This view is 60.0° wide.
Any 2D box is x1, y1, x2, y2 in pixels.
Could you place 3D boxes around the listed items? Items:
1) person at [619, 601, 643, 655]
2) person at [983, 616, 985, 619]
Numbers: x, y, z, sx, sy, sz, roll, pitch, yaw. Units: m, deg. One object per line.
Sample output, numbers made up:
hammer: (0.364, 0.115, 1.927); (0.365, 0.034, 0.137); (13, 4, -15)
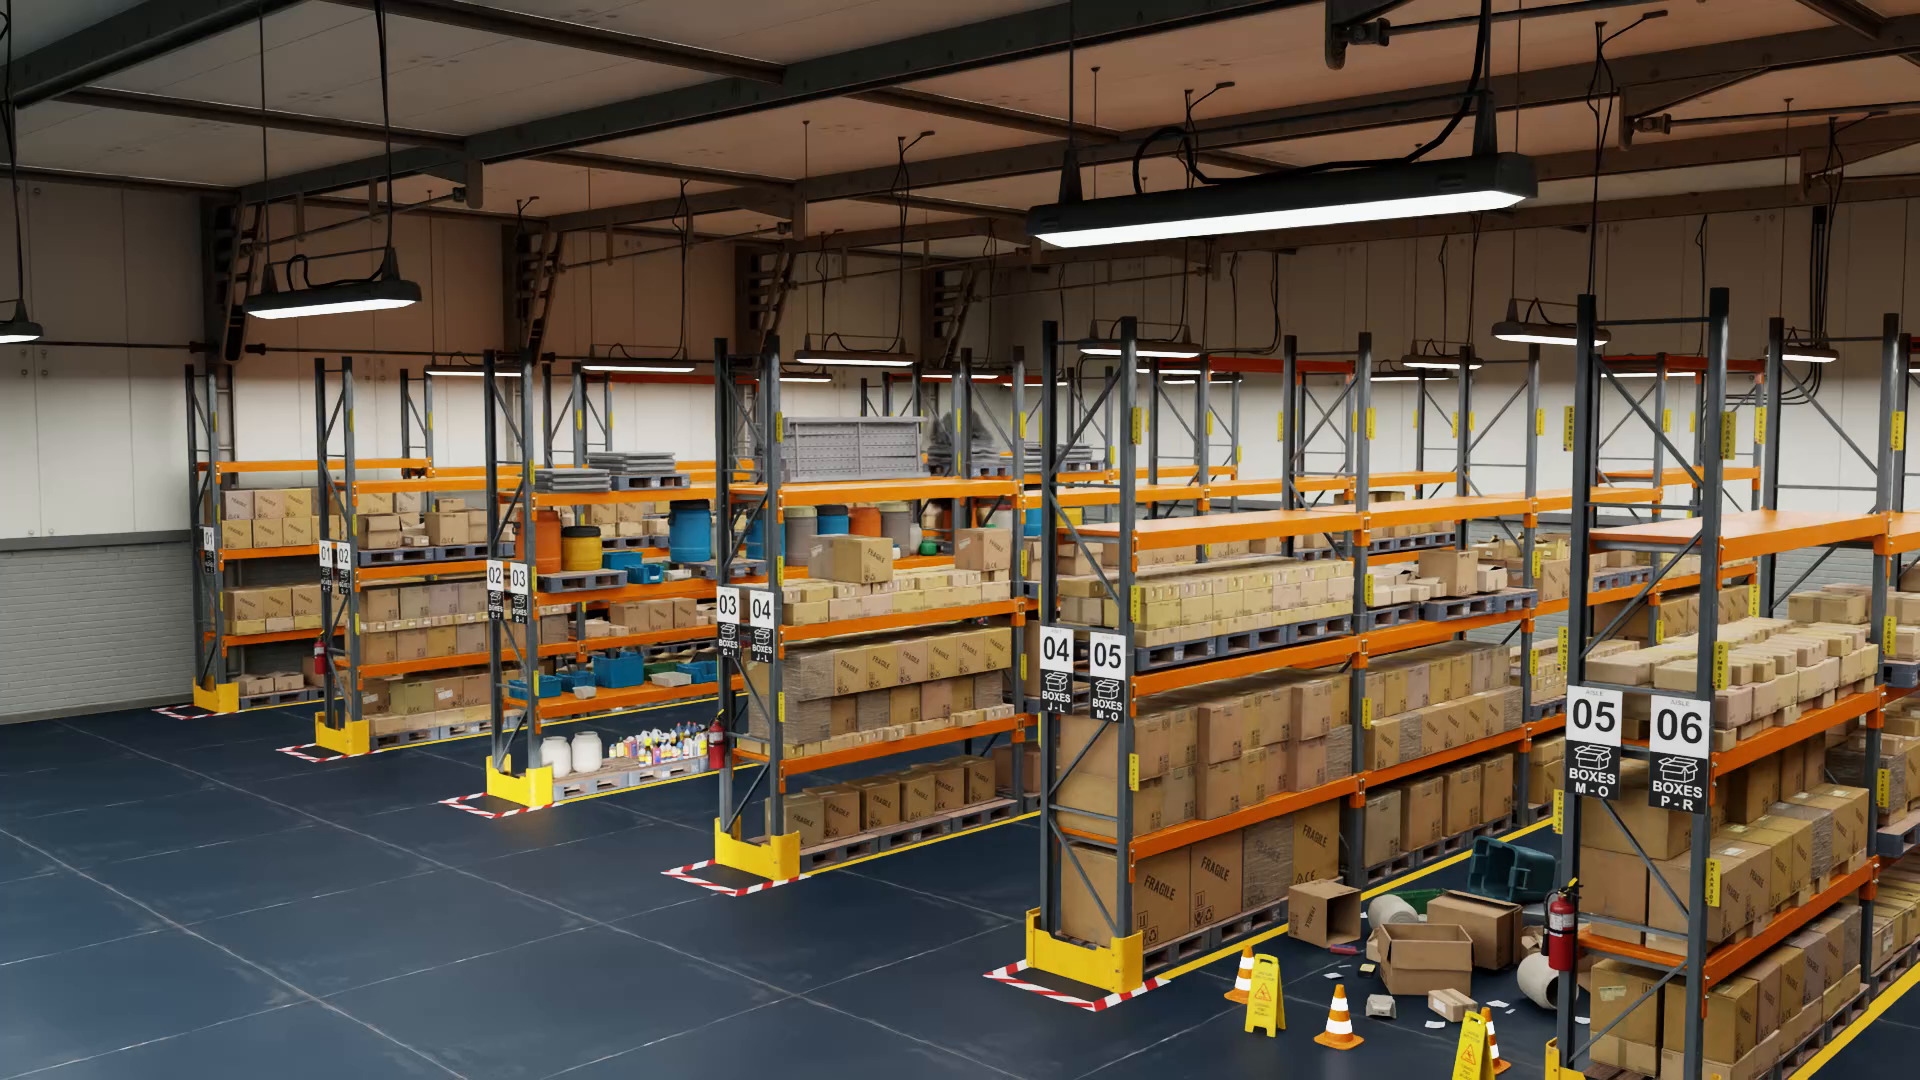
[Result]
person: (-6.423, 1.953, 32.392); (0.555, 1.556, 0.779); (0, 4, 3)
person: (0.754, 1.976, 32.475); (0.609, 1.389, 0.934); (2, 5, 29)
